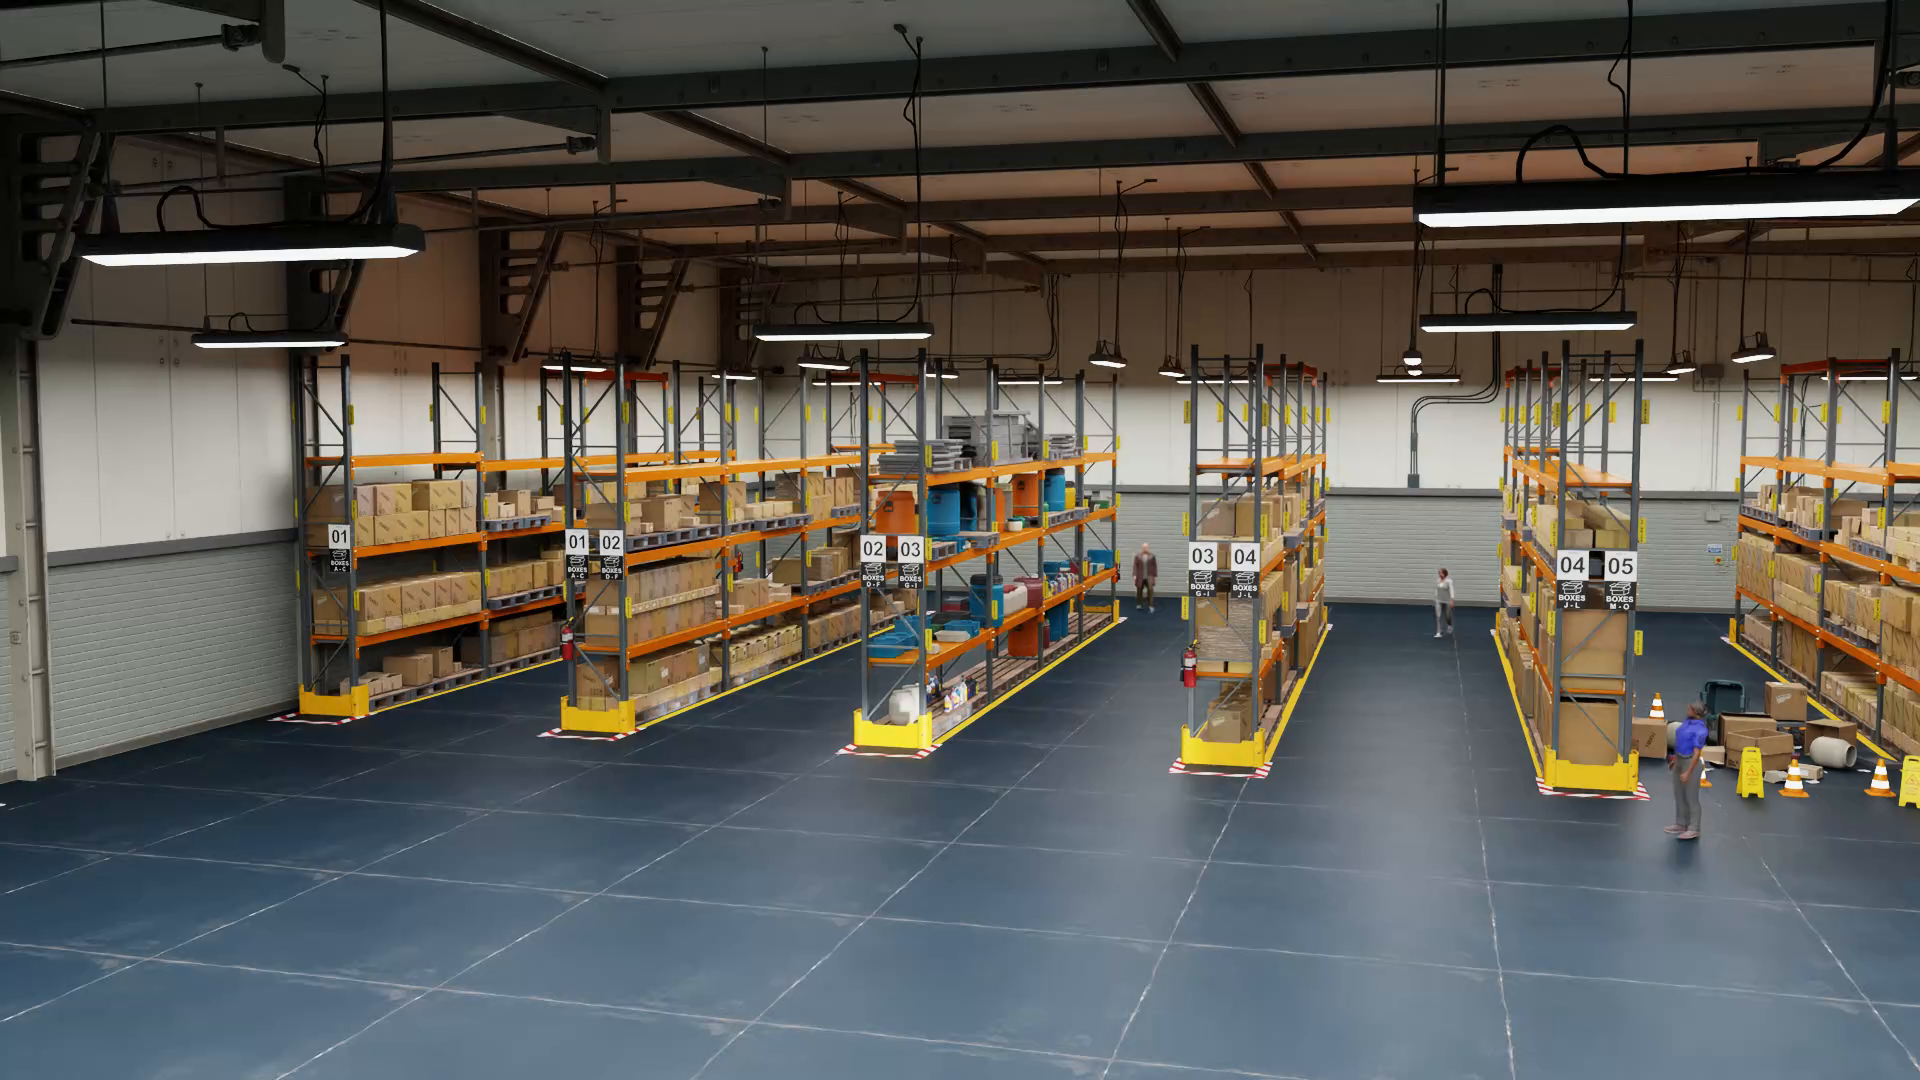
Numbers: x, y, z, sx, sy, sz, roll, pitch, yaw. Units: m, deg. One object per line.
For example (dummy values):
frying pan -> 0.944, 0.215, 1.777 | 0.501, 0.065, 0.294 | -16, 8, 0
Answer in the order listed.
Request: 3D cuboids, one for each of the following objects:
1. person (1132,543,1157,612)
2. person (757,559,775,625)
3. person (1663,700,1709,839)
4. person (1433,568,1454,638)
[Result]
person -> 4.710, 0.938, 42.341 | 0.667, 1.719, 1.119 | 0, 4, -3
person -> -4.377, 1.279, 38.019 | 0.669, 1.714, 1.060 | 1, 4, 14
person -> 8.601, 2.751, 19.751 | 0.363, 1.553, 0.565 | -1, 4, -9
person -> 10.898, 1.402, 37.467 | 0.475, 1.571, 0.633 | 2, 5, 24
